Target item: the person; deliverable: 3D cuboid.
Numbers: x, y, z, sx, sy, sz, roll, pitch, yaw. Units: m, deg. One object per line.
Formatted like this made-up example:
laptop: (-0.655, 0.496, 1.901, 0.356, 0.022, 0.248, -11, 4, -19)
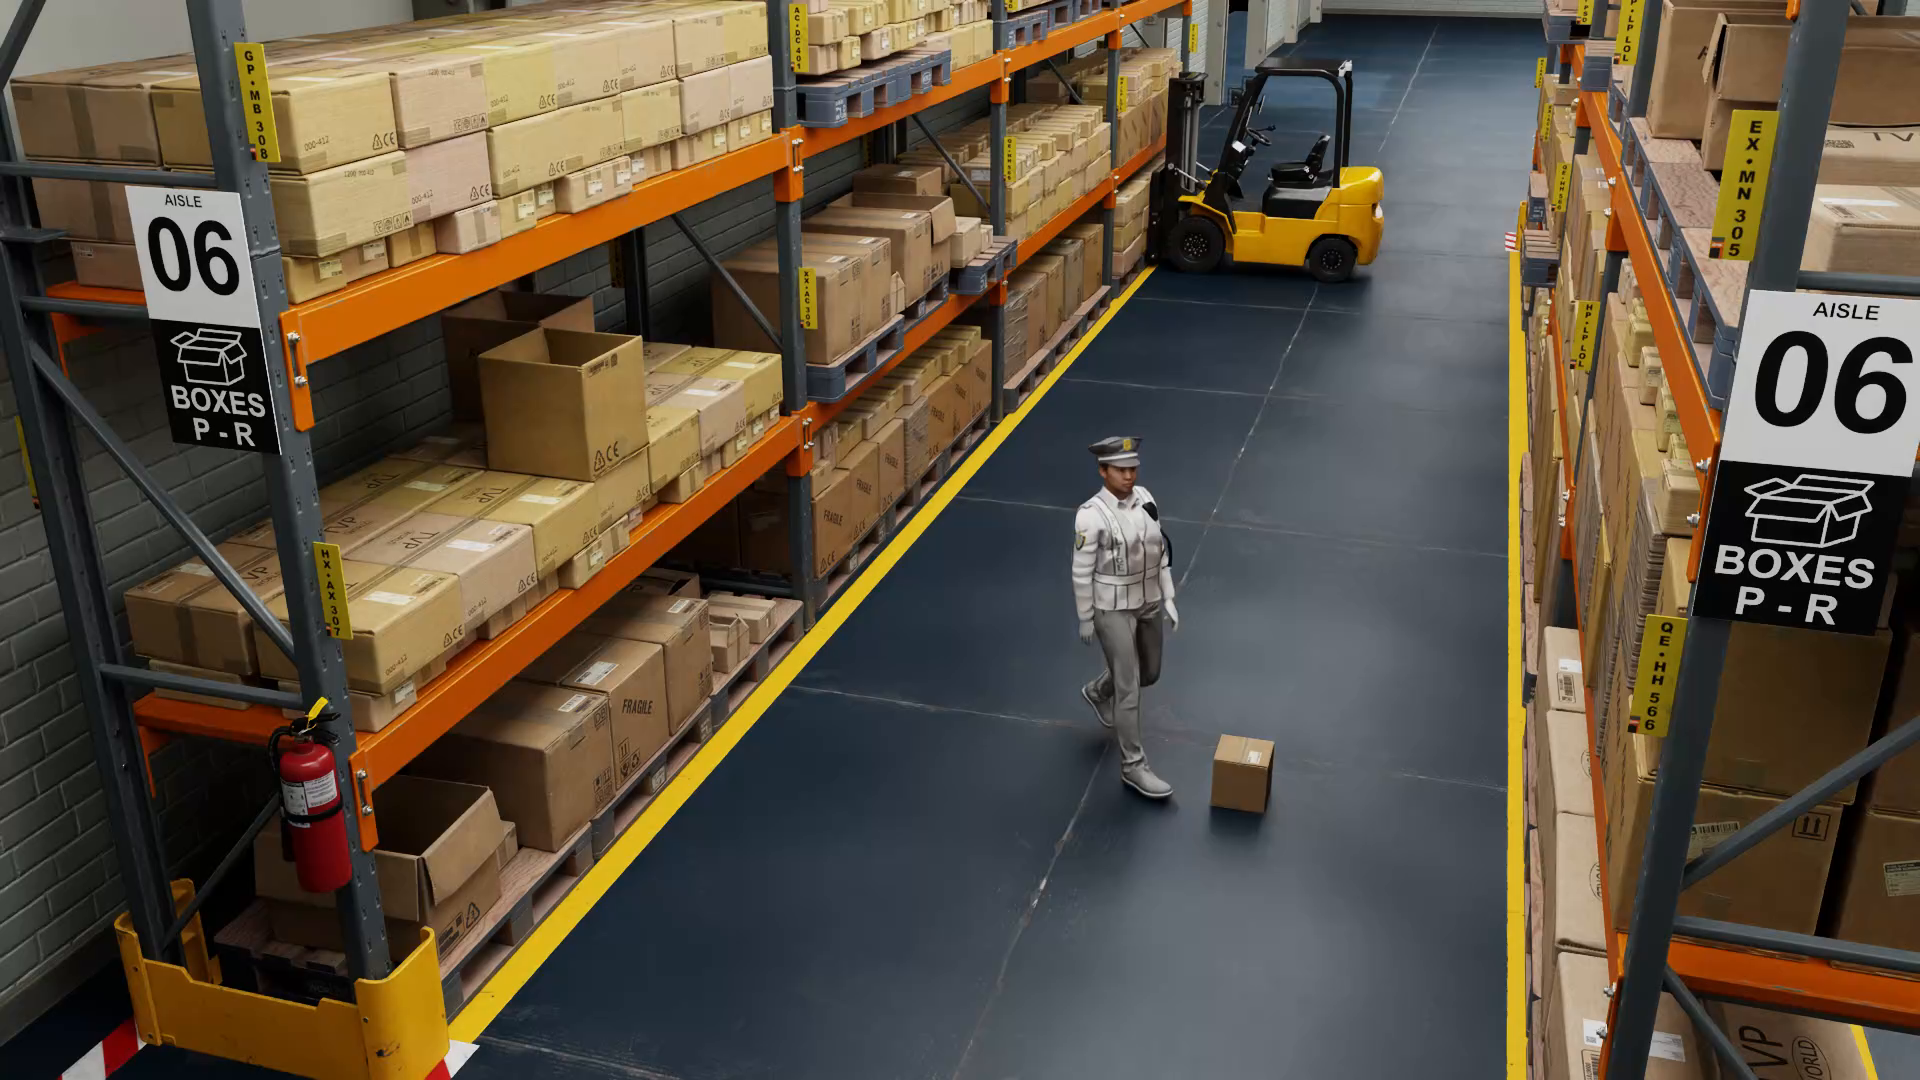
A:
person: (0.799, 0.302, 7.782, 0.384, 1.659, 0.806, -18, 28, -37)
